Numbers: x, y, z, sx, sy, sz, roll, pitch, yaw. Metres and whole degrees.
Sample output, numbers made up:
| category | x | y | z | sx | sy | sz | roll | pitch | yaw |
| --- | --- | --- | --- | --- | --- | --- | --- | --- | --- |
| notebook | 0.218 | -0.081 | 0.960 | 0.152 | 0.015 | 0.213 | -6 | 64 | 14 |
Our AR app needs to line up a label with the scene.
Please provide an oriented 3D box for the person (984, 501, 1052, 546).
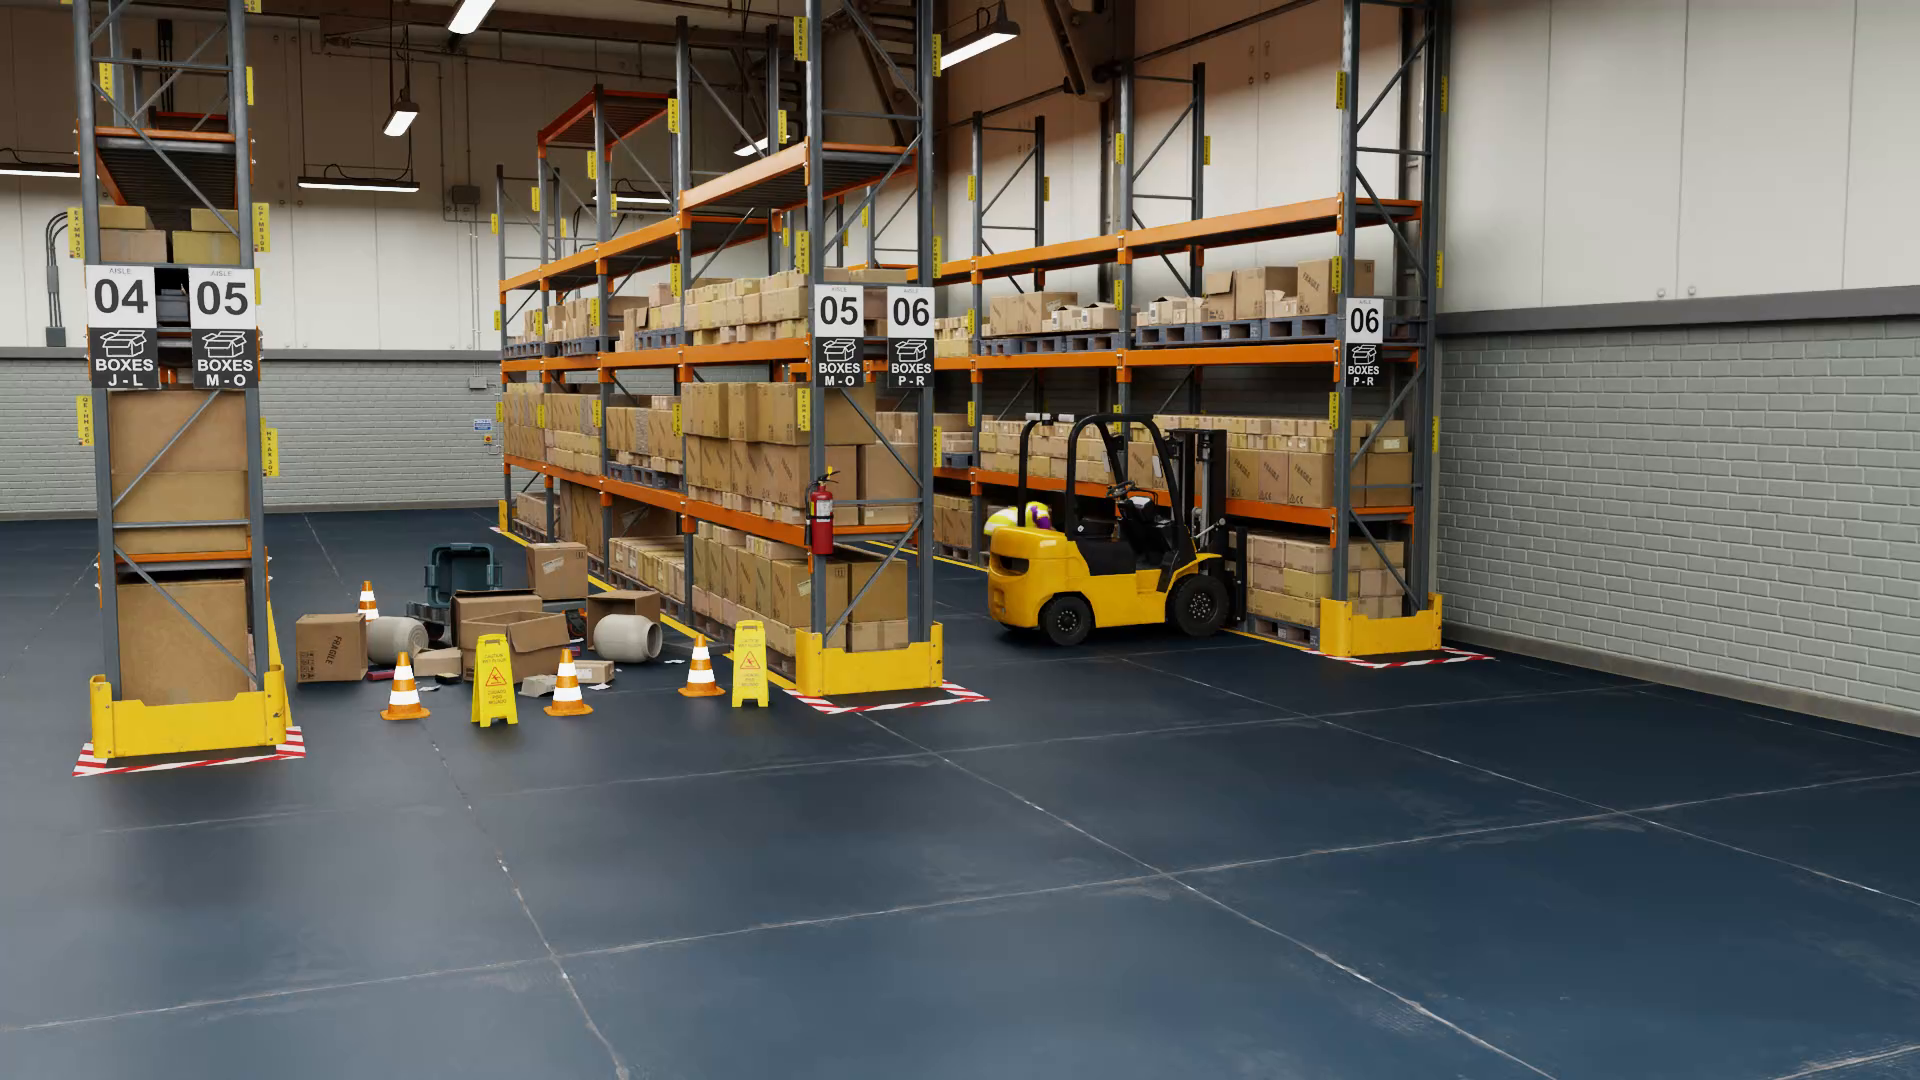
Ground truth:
| category | x | y | z | sx | sy | sz | roll | pitch | yaw |
| --- | --- | --- | --- | --- | --- | --- | --- | --- | --- |
| person | 0.718 | 0.166 | 17.656 | 0.956 | 1.242 | 0.475 | -3 | 6 | -25 |
